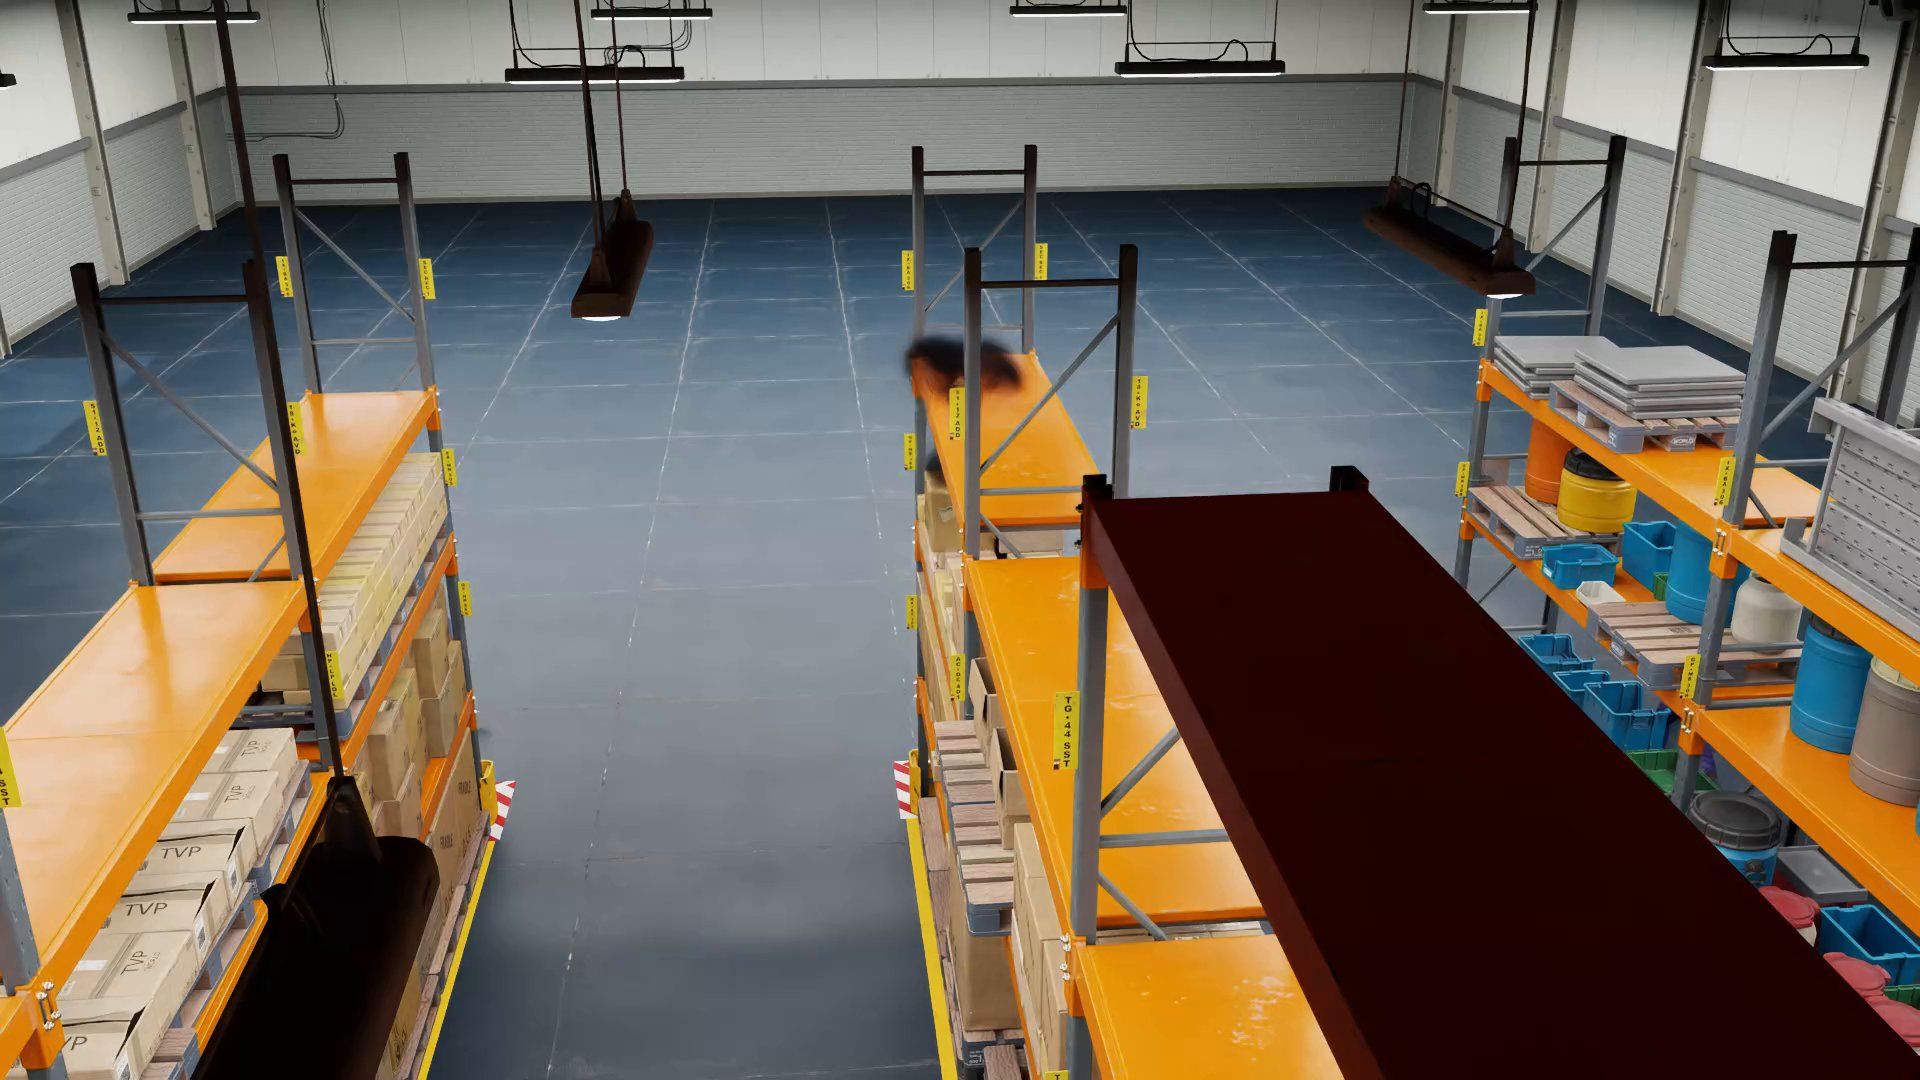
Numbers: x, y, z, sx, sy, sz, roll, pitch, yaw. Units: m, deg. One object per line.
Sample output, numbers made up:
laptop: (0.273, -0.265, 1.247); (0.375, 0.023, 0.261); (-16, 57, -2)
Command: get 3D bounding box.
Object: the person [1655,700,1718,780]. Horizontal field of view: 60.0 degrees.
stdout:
person: (6.845, 1.522, 15.603); (0.595, 1.724, 0.795); (-9, 23, -22)
